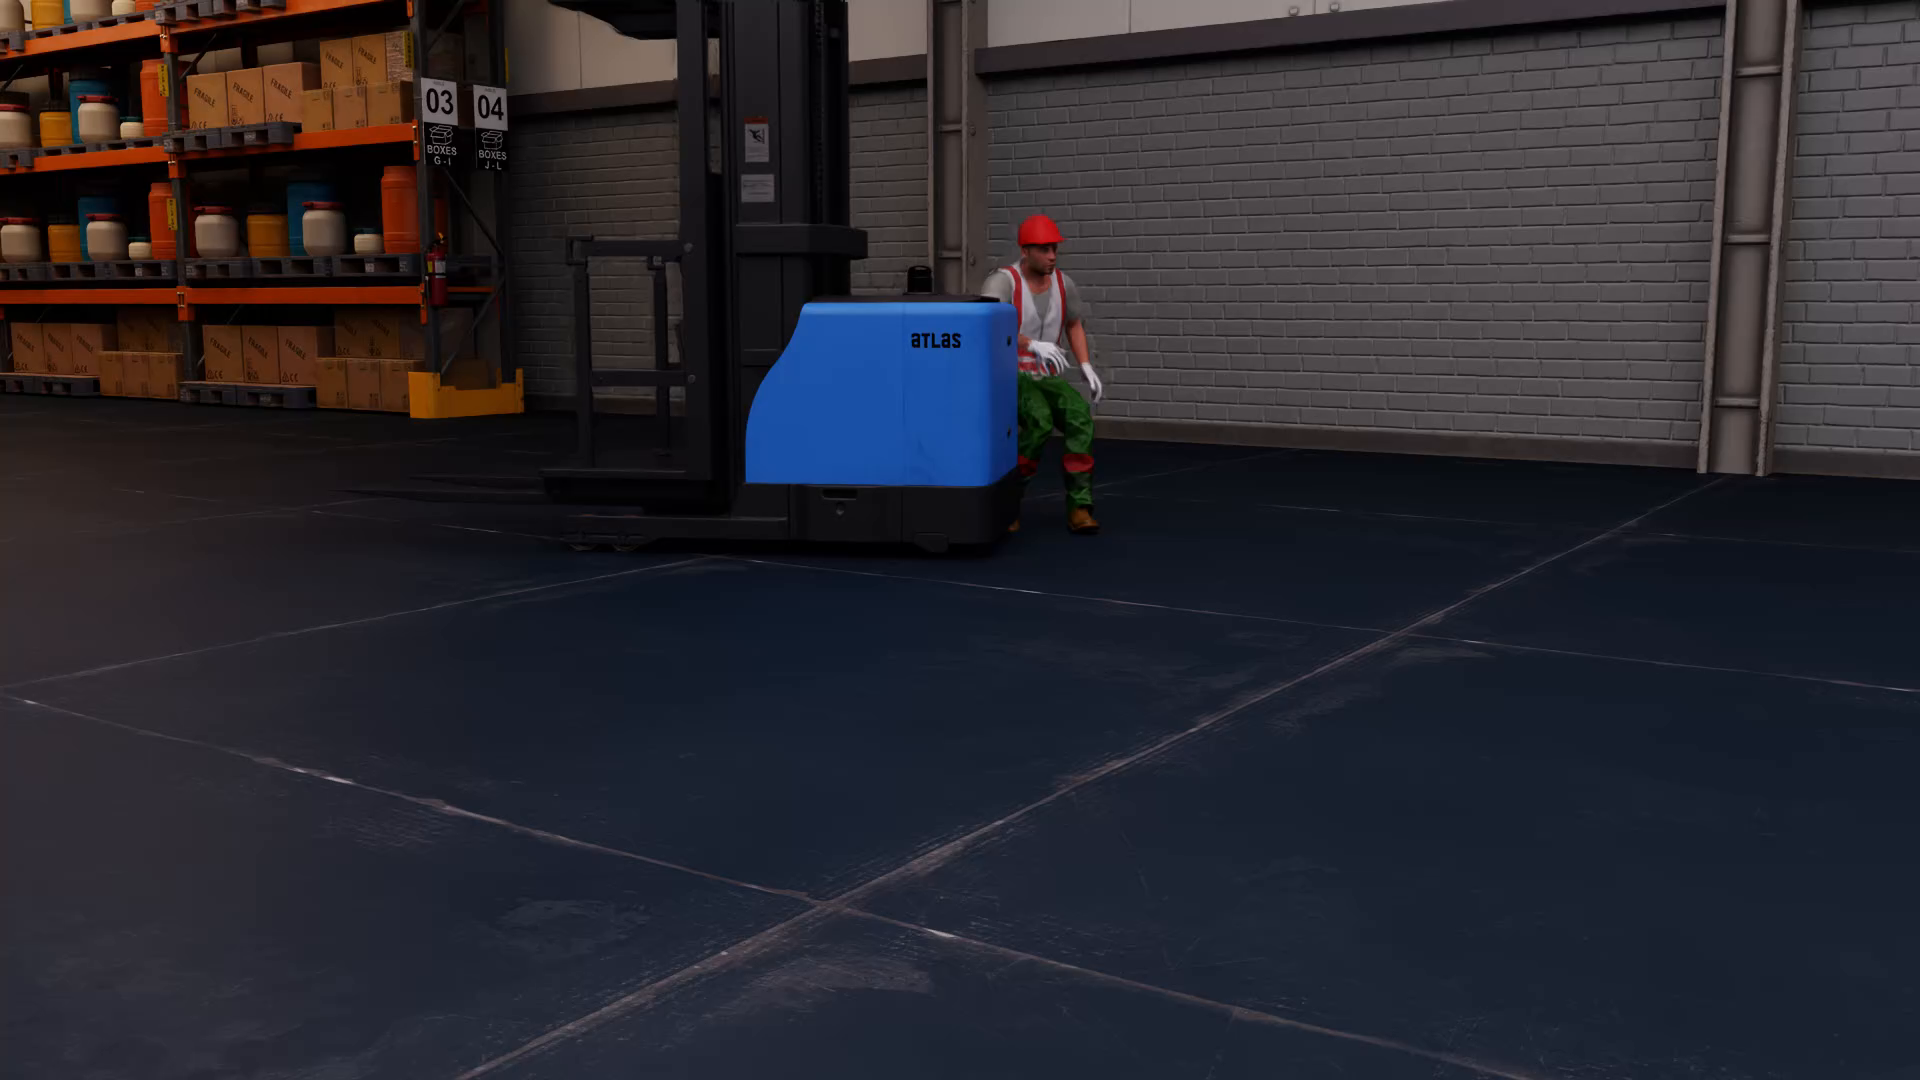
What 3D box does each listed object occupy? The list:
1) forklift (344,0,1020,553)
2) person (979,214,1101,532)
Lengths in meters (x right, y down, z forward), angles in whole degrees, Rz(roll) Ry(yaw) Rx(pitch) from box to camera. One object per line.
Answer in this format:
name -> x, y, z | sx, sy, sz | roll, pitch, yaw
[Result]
forklift -> -1.279, -1.469, 7.521 | 3.031, 2.935, 1.130 | 1, 8, 9
person -> 0.472, -0.797, 8.089 | 0.799, 1.557, 0.924 | -5, 10, -34
